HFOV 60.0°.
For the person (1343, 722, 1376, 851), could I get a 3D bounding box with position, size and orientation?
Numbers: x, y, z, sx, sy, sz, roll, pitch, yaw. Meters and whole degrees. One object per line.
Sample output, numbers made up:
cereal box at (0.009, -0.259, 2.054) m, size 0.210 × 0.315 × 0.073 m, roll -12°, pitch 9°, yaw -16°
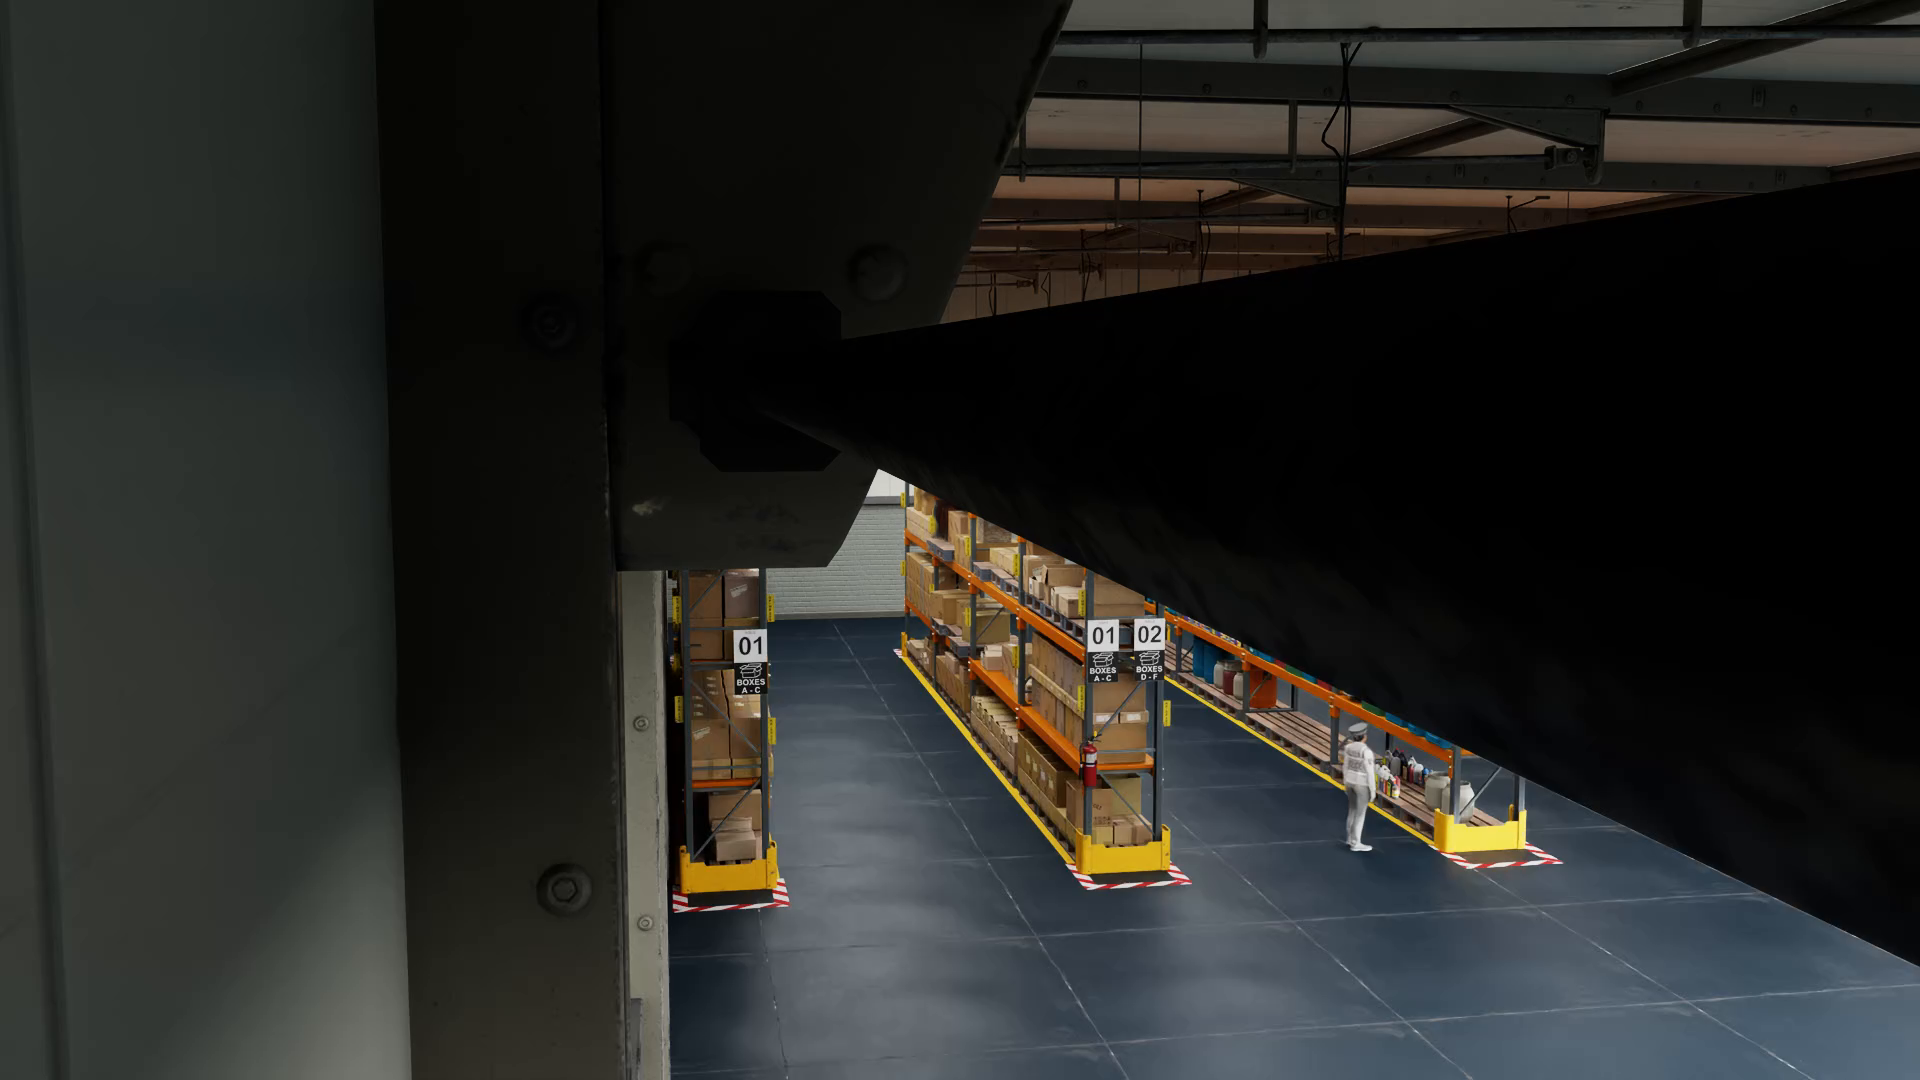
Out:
person at (5.278, 3.256, 21.824) m, size 0.406 × 1.723 × 0.535 m, roll -3°, pitch 7°, yaw -28°
